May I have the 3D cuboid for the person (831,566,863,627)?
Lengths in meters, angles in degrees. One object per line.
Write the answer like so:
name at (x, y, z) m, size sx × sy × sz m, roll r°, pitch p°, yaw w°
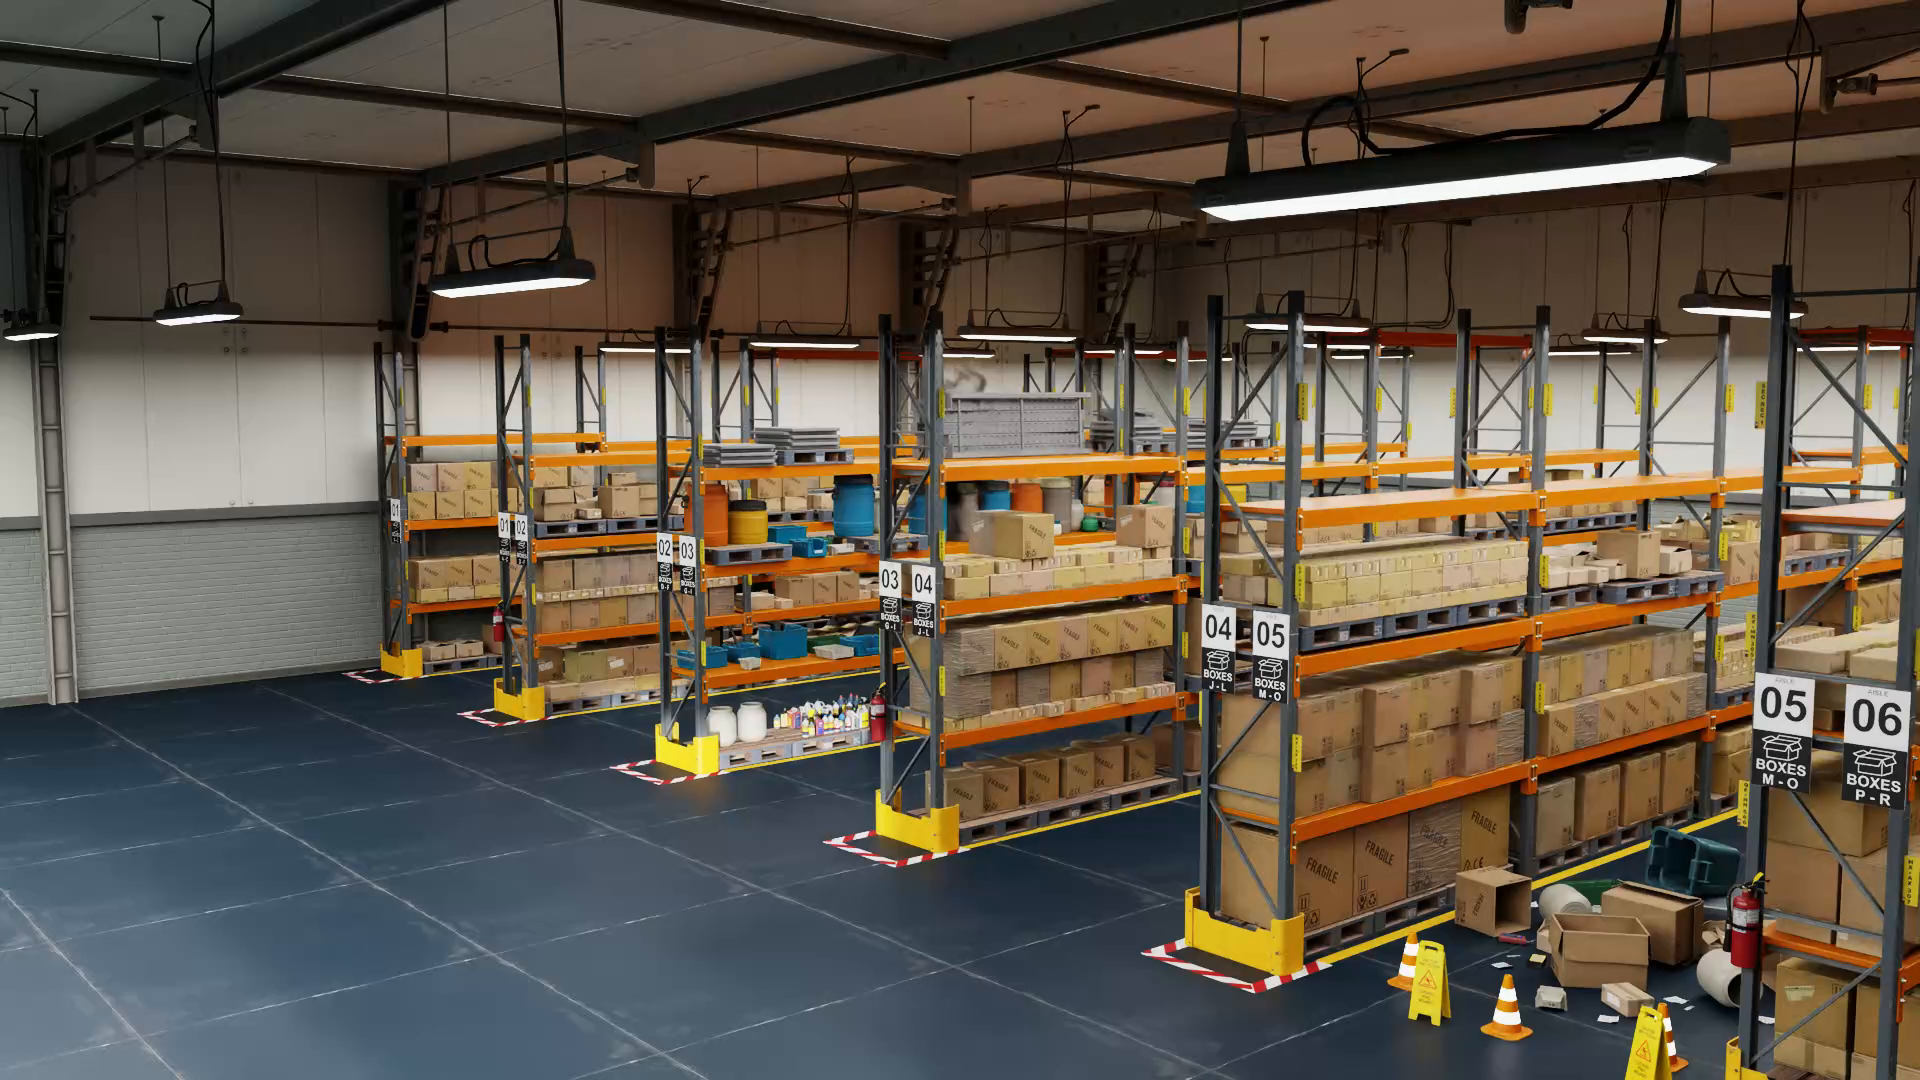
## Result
person at (-2.374, 1.201, 33.899) m, size 0.657 × 1.701 × 0.971 m, roll 5°, pitch 7°, yaw 43°

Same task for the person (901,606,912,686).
person at (-0.799, 1.536, 27.198) m, size 0.575 × 1.744 × 0.693 m, roll -4°, pitch 7°, yaw -39°
